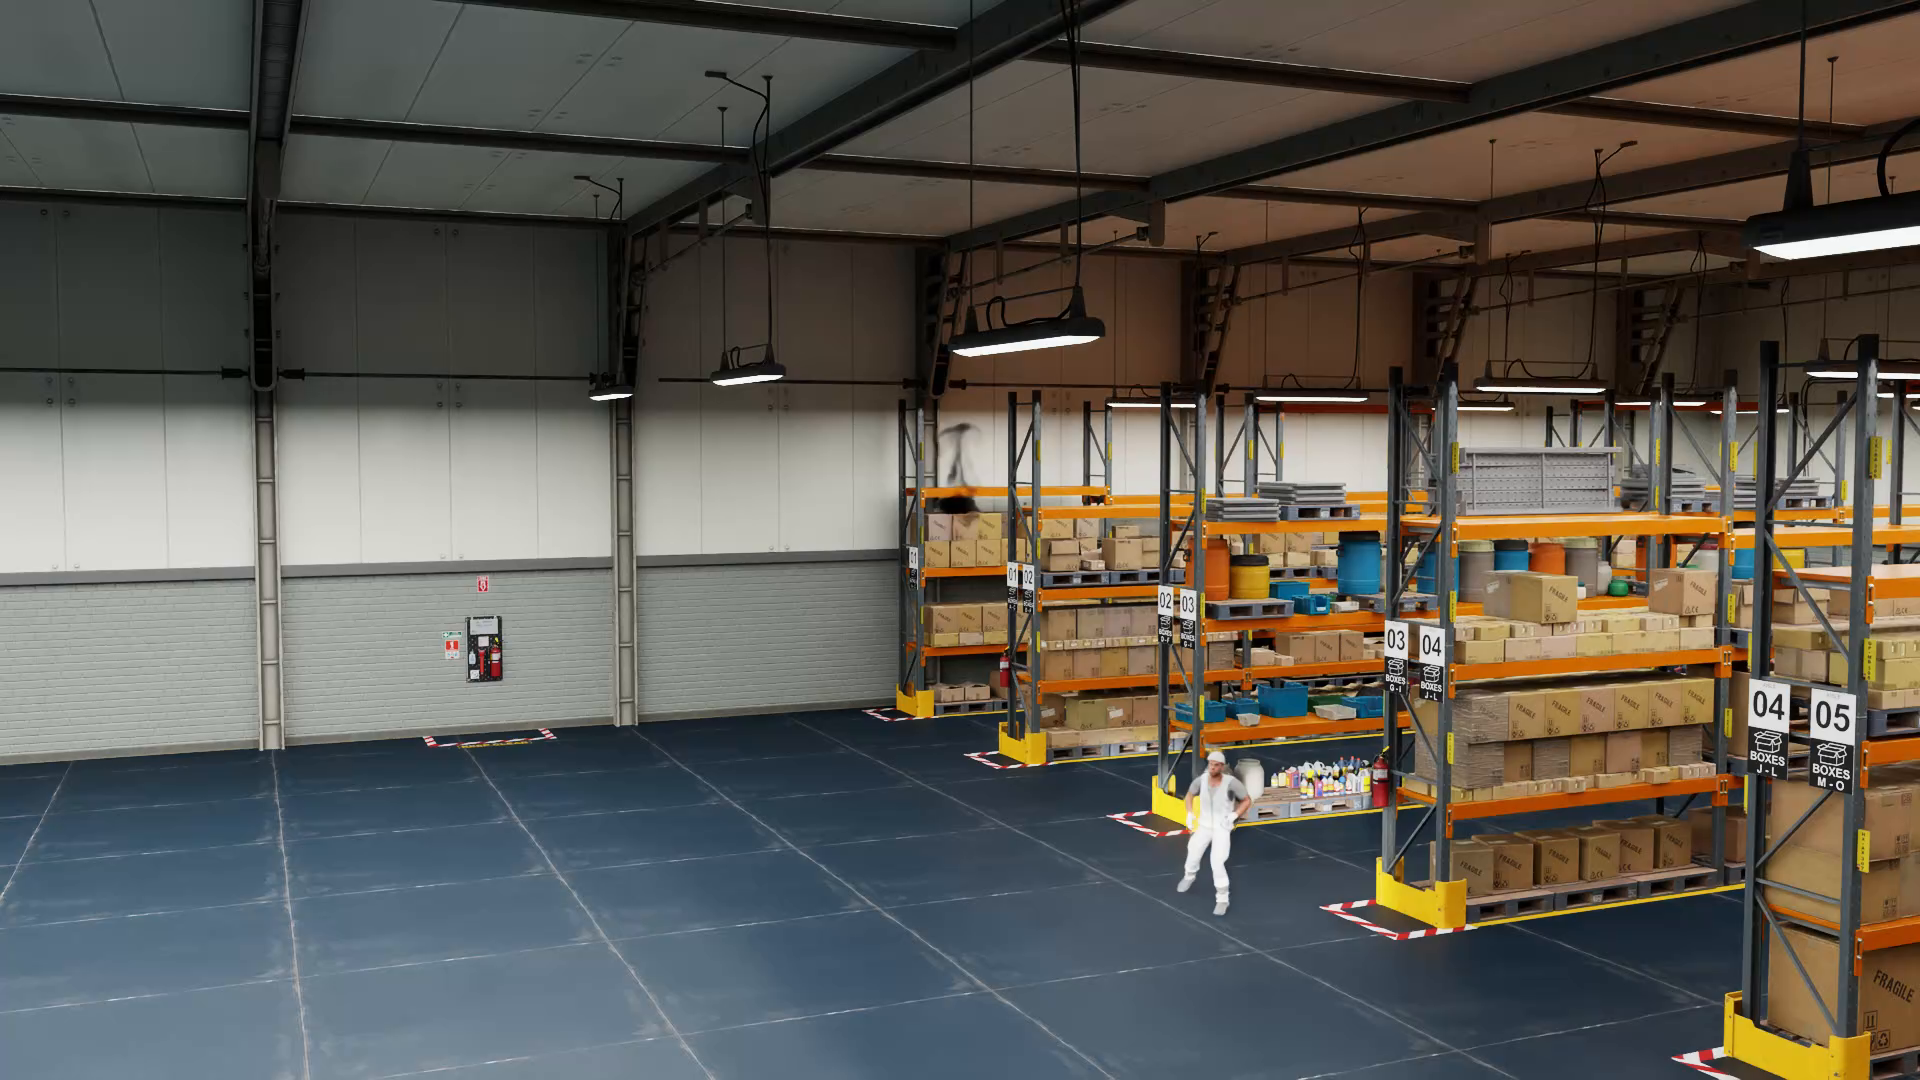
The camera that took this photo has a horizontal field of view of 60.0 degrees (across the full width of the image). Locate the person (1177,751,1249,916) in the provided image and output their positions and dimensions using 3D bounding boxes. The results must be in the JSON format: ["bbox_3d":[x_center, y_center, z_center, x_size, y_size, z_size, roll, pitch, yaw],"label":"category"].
[{"bbox_3d":[2.785,3.219,18.538,0.856,1.778,0.732,2,4,25],"label":"person"}]
